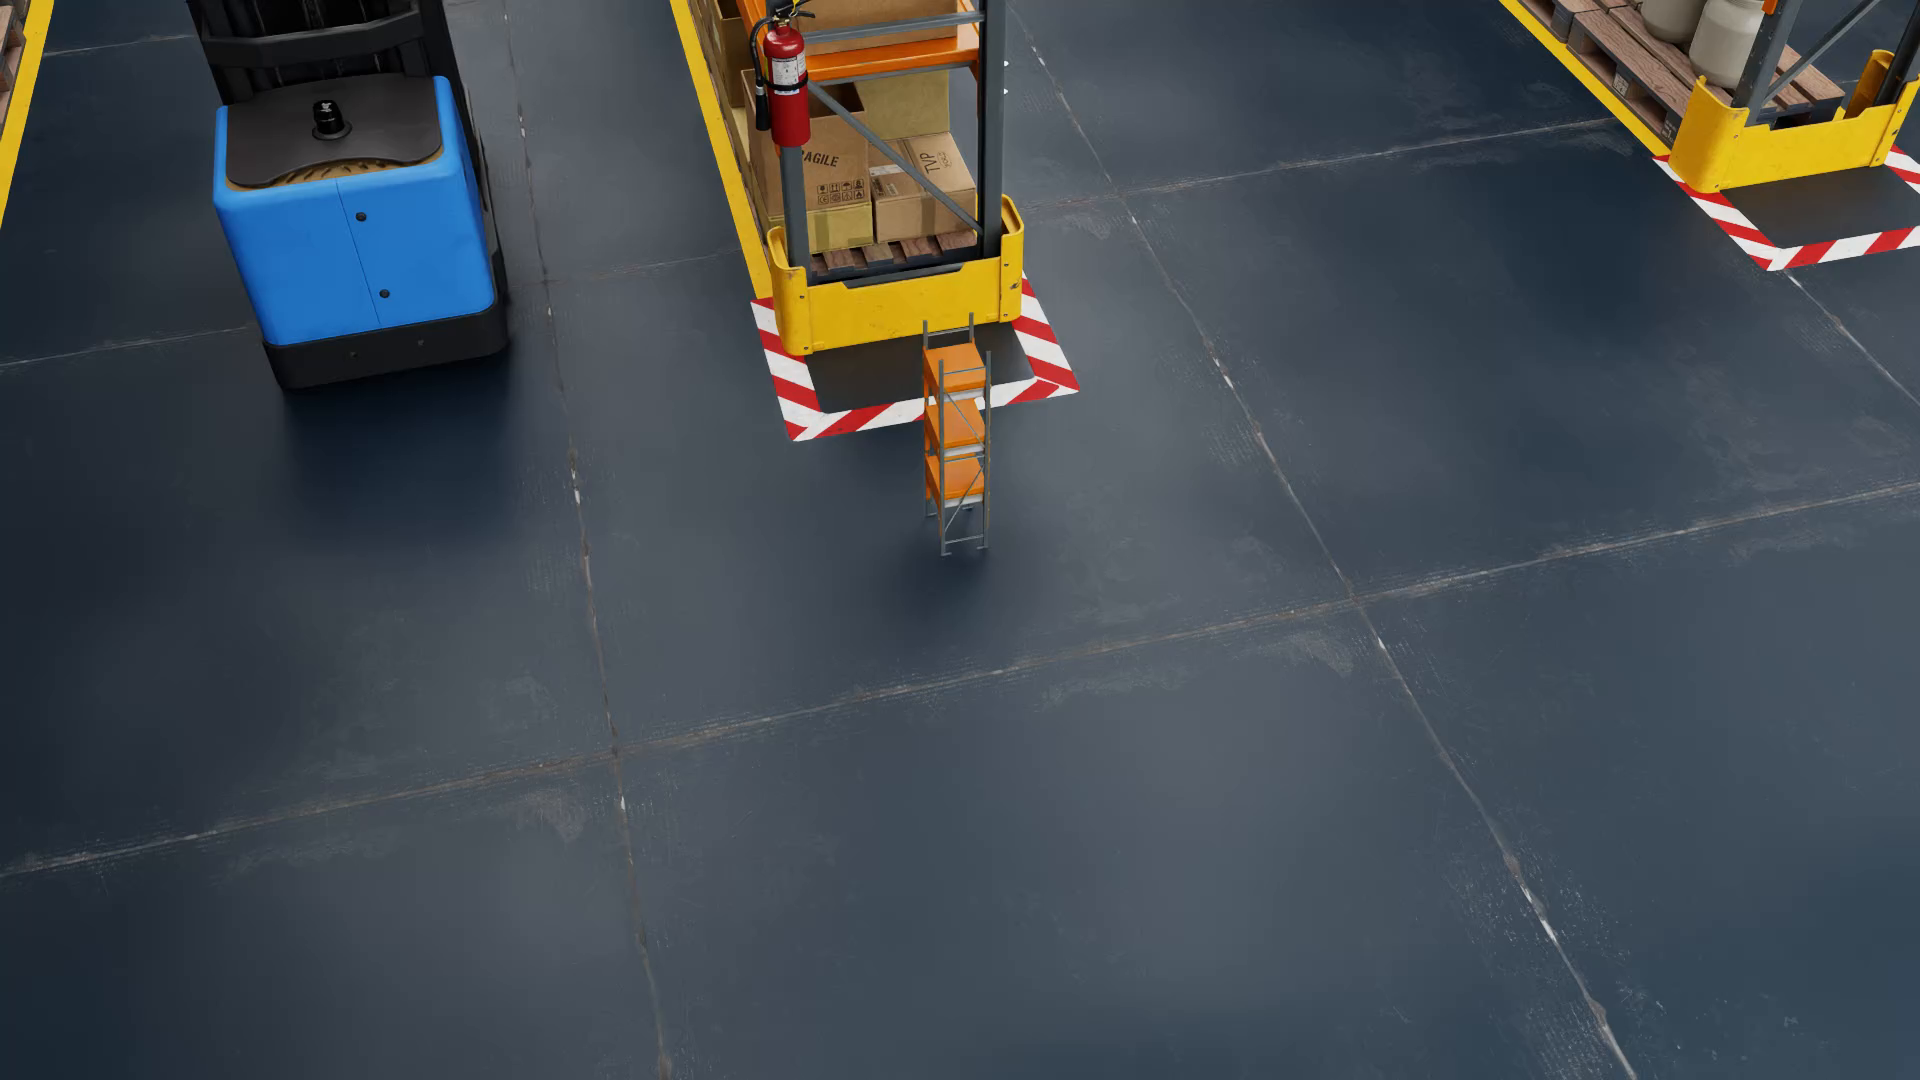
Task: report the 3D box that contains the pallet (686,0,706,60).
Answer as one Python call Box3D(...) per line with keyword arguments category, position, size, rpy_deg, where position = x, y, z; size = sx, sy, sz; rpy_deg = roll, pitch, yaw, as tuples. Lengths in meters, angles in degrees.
Box3D(category="pallet", position=(-1.165, -3.380, 10.166), size=(1.003, 0.211, 1.213), rpy_deg=(-11, 47, -10))

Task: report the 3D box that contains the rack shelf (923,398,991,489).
Box3D(category="rack shelf", position=(-0.014, -0.397, 6.670), size=(0.215, 0.259, 0.240), rpy_deg=(-11, 47, -10))

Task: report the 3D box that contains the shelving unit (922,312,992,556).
Box3D(category="shelving unit", position=(-0.014, -0.404, 6.662), size=(0.215, 1.050, 0.252), rpy_deg=(-11, 47, -10))

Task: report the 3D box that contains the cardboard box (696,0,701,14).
Box3D(category="cardboard box", position=(-1.255, -3.292, 9.233), size=(0.500, 0.500, 0.500), rpy_deg=(-11, 47, -10))

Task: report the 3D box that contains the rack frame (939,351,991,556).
Box3D(category="rack frame", position=(0.018, -0.320, 6.579), size=(0.200, 1.050, 0.008), rpy_deg=(-11, 47, -10))

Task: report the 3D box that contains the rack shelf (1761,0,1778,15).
Box3D(category="rack shelf", position=(3.974, -4.183, 9.504), size=(1.077, 0.370, 4.000), rpy_deg=(-11, 47, -10))

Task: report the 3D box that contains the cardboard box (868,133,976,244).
Box3D(category="cardboard box", position=(-0.226, -1.747, 8.244), size=(0.500, 0.250, 0.500), rpy_deg=(-11, 47, -10))

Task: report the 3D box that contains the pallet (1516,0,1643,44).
Box3D(category="pallet", position=(3.909, -3.525, 10.307), size=(1.003, 0.211, 1.213), rpy_deg=(-11, 47, -10))

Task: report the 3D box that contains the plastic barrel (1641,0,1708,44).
Box3D(category="plastic barrel", position=(4.115, -3.117, 9.403), size=(0.421, 0.512, 0.421), rpy_deg=(0, 46, 0))

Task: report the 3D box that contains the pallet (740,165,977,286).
Box3D(category="pallet", position=(-0.540, -1.696, 8.515), size=(1.003, 0.211, 1.213), rpy_deg=(-11, 47, -10))

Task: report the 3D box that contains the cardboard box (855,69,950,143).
Box3D(category="cardboard box", position=(-0.356, -2.354, 8.314), size=(0.500, 0.500, 0.500), rpy_deg=(-11, 47, -10))

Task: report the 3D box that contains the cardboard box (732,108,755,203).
Box3D(category="cardboard box", position=(-0.866, -1.995, 8.487), size=(0.500, 0.250, 0.500), rpy_deg=(-11, 47, -10))

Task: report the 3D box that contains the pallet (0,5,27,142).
Box3D(category="pallet", position=(-5.909, -2.571, 9.373), size=(1.003, 0.211, 1.213), rpy_deg=(-11, 47, -10))

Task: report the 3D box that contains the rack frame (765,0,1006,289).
Box3D(category="rack frame", position=(-0.304, -2.151, 7.009), size=(1.000, 3.000, 0.127), rpy_deg=(-11, 47, -10))

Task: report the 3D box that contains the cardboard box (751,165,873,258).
Box3D(category="cardboard box", position=(-0.727, -1.652, 8.151), size=(0.500, 0.250, 0.500), rpy_deg=(-11, 47, -10))

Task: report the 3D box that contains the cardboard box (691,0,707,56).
Box3D(category="cardboard box", position=(-1.256, -3.030, 9.501), size=(0.500, 0.250, 0.500), rpy_deg=(-11, 47, -10))

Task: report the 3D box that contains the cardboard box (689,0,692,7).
Box3D(category="cardboard box", position=(-1.379, -3.376, 9.840), size=(0.500, 0.250, 0.500), rpy_deg=(-11, 47, -10))

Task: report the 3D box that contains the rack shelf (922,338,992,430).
Box3D(category="rack shelf", position=(-0.014, -0.596, 6.467), size=(0.215, 0.259, 0.240), rpy_deg=(-11, 47, -10))

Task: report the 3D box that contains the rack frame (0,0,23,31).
Box3D(category="rack frame", position=(-6.115, -4.005, 8.825), size=(1.000, 3.000, 0.127), rpy_deg=(-11, 47, -10))

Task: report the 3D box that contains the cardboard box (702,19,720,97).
Box3D(category="cardboard box", position=(-1.122, -2.686, 9.164), size=(0.500, 0.250, 0.500), rpy_deg=(-11, 47, -10))

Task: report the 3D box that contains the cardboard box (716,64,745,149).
Box3D(category="cardboard box", position=(-0.996, -2.340, 8.825), size=(0.500, 0.250, 0.500), rpy_deg=(-11, 47, -10))

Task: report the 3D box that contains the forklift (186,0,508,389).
Box3D(category="forklift", position=(-3.026, -2.789, 7.681), size=(1.130, 2.935, 3.031), rpy_deg=(-12, 47, -11))

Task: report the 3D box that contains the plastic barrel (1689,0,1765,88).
Box3D(category="plastic barrel", position=(4.243, -2.771, 9.064), size=(0.421, 0.512, 0.421), rpy_deg=(0, 46, 0))

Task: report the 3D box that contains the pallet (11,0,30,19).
Box3D(category="pallet", position=(-6.316, -3.566, 10.348), size=(1.003, 0.211, 1.213), rpy_deg=(-11, 47, -10))

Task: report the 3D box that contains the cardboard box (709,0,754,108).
Box3D(category="cardboard box", position=(-0.999, -2.602, 8.557), size=(0.500, 0.500, 0.500), rpy_deg=(-11, 47, -10))

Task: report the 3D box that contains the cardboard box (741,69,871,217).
Box3D(category="cardboard box", position=(-0.729, -1.914, 7.883), size=(0.500, 0.500, 0.500), rpy_deg=(-11, 47, -10))

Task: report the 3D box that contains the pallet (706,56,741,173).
Box3D(category="pallet", position=(-0.849, -2.536, 9.339), size=(1.003, 0.211, 1.213), rpy_deg=(-11, 47, -10))

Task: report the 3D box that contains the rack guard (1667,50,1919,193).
Box3D(category="rack guard", position=(4.421, -2.223, 8.830), size=(1.175, 0.500, 0.348), rpy_deg=(-11, 47, -10))

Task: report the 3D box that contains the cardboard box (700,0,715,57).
Box3D(category="cardboard box", position=(-1.126, -2.947, 8.895), size=(0.500, 0.500, 0.500), rpy_deg=(-11, 47, -10))

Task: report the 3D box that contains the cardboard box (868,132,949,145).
Box3D(category="cardboard box", position=(-0.357, -2.091, 8.581), size=(0.500, 0.250, 0.500), rpy_deg=(-11, 47, -10))

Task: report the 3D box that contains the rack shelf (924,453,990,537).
Box3D(category="rack shelf", position=(-0.014, -0.202, 6.868), size=(0.215, 0.259, 0.240), rpy_deg=(-11, 47, -10))

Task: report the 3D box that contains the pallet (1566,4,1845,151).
Box3D(category="pallet", position=(4.218, -2.684, 9.483), size=(1.003, 0.211, 1.213), rpy_deg=(-11, 47, -10))

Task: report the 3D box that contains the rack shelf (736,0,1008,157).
Box3D(category="rack shelf", position=(-0.816, -3.280, 8.619), size=(1.077, 0.370, 4.000), rpy_deg=(-11, 47, -10))

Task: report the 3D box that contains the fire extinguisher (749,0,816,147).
Box3D(category="fire extinguisher", position=(-0.722, -1.958, 6.873), size=(0.296, 0.674, 0.183), rpy_deg=(-11, 47, -10))

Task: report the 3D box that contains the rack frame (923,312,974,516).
Box3D(category="rack frame", position=(-0.045, -0.489, 6.745), size=(0.200, 1.050, 0.008), rpy_deg=(-11, 47, -10))

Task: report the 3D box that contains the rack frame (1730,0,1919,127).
Box3D(category="rack frame", position=(4.486, -3.054, 7.894), size=(1.000, 3.000, 0.127), rpy_deg=(-11, 47, -10))

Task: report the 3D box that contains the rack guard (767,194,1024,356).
Box3D(category="rack guard", position=(-0.297, -1.260, 7.885), size=(1.175, 0.500, 0.348), rpy_deg=(-11, 47, -10))

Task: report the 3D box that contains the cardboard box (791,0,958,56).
Box3D(category="cardboard box", position=(-0.411, -2.511, 7.291), size=(0.700, 0.500, 0.500), rpy_deg=(-11, 47, -10))
